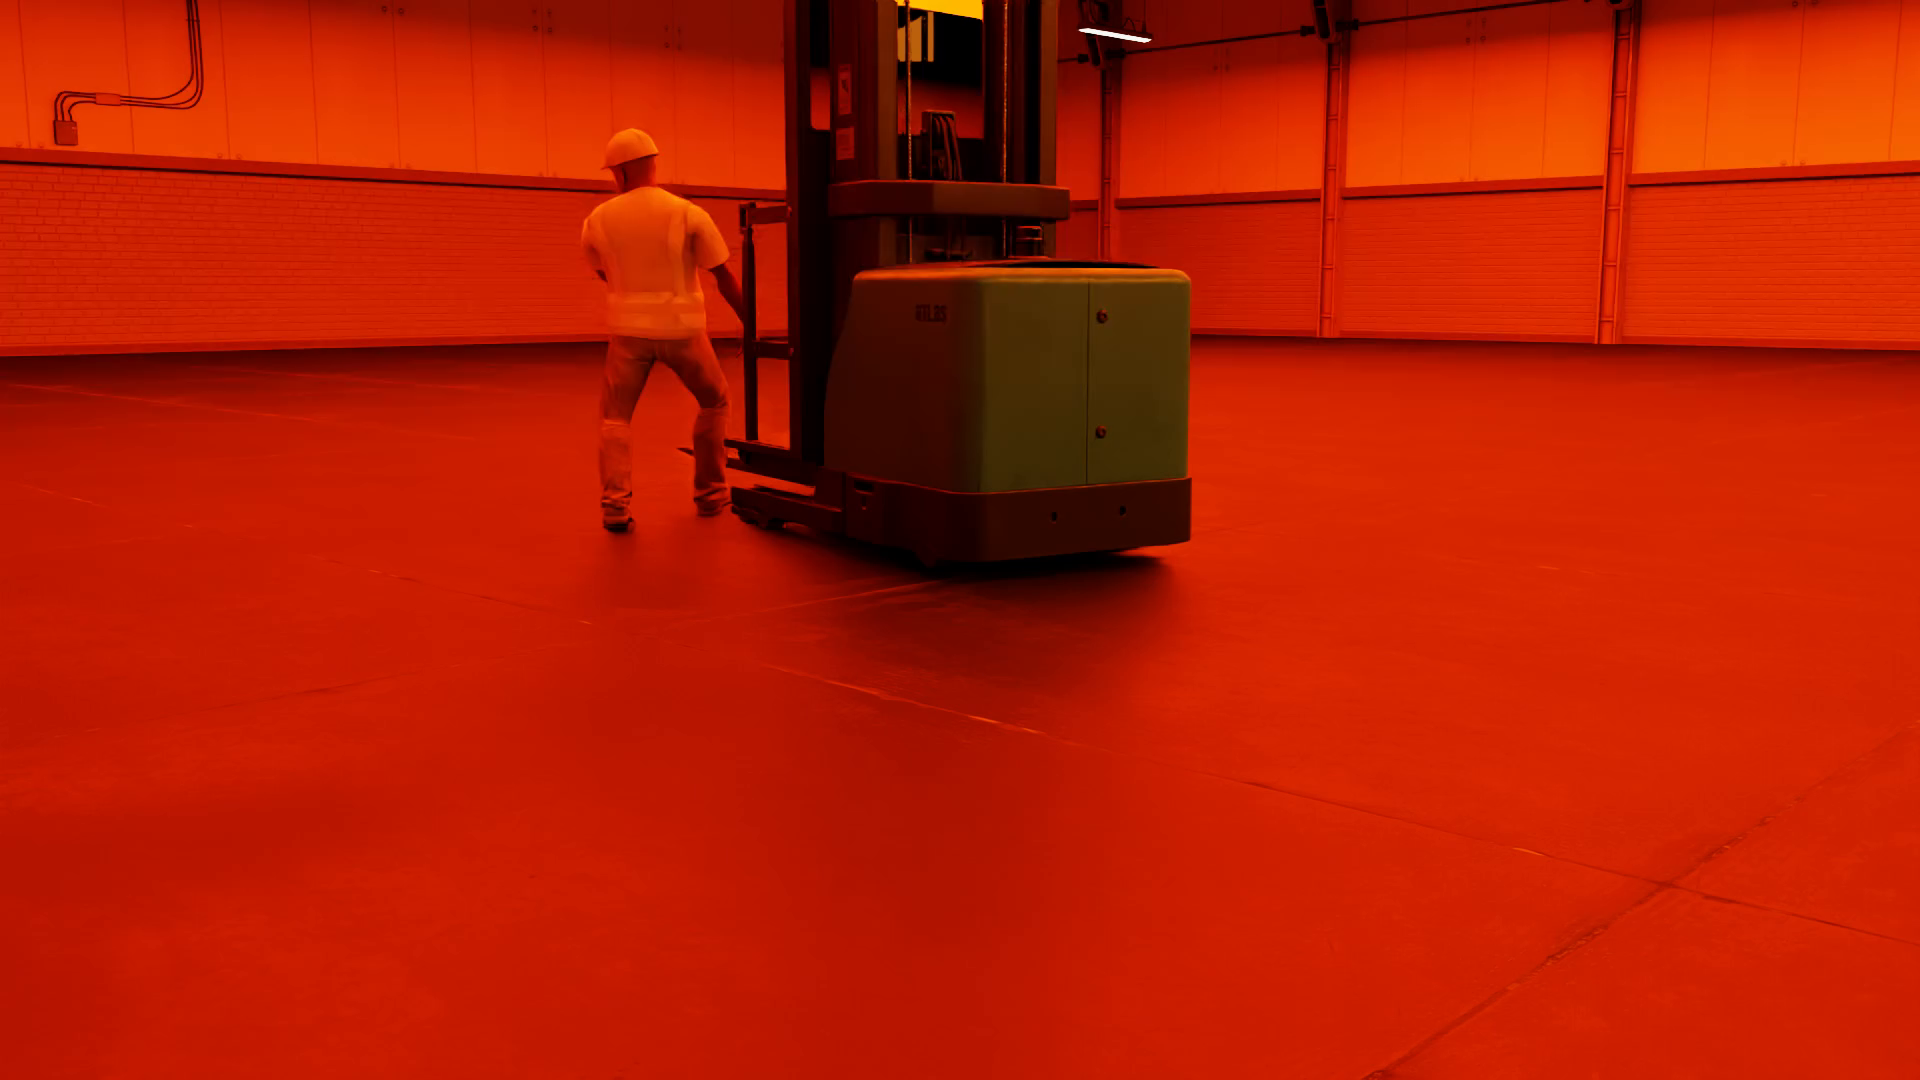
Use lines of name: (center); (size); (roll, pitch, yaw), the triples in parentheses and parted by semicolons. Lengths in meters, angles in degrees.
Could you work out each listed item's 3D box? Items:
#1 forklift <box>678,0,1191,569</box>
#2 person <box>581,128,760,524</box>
forklift: (-0.335, -1.527, 7.012); (1.130, 2.935, 3.031); (-5, 10, -31)
person: (-1.253, -0.920, 7.253); (0.756, 1.687, 0.838); (-1, 9, -6)
